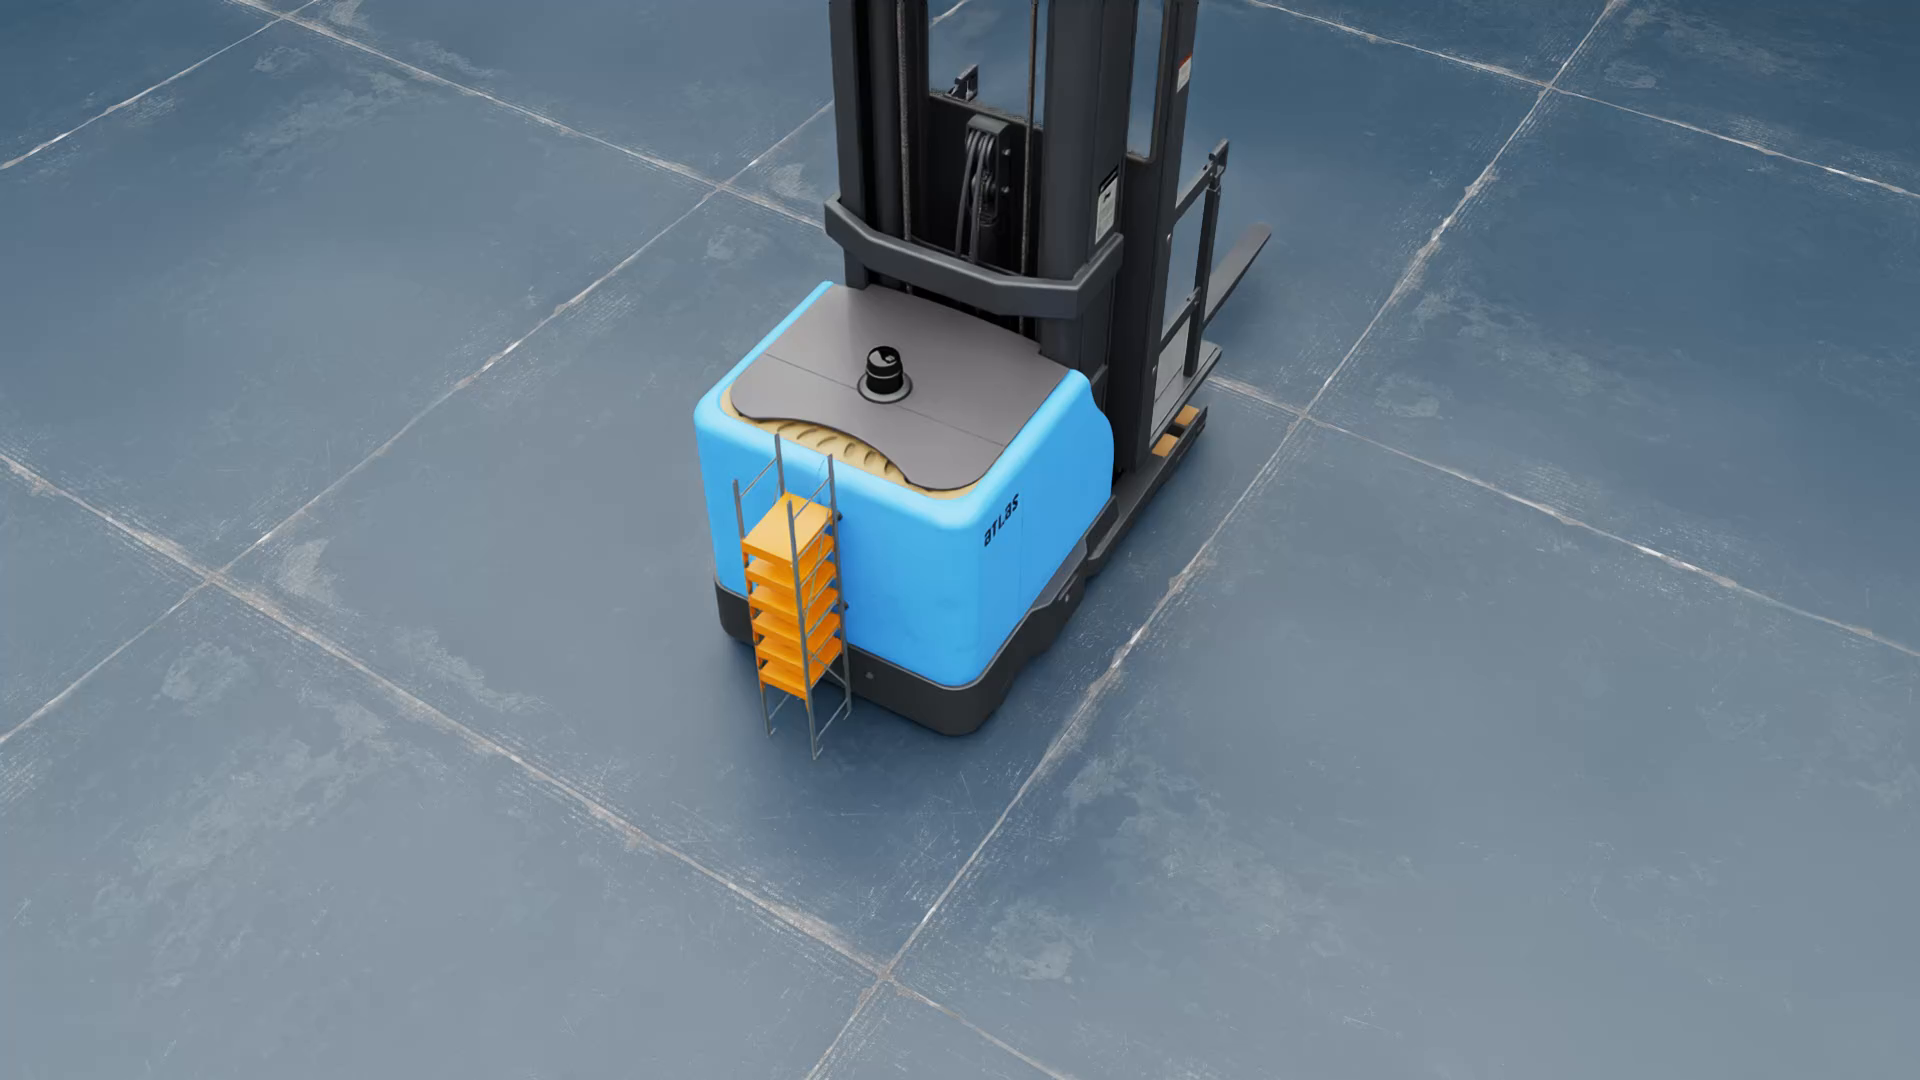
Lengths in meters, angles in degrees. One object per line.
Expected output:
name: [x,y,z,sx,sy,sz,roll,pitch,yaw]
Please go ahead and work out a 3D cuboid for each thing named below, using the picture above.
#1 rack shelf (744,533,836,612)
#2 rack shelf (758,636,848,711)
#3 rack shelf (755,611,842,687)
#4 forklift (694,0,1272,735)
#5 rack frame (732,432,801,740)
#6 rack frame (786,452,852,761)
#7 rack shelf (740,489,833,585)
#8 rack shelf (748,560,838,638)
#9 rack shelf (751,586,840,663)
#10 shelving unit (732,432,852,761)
rack shelf: [-0.510,0.072,5.070,0.180,0.103,0.258,21,50,19]
rack shelf: [-0.510,0.407,5.415,0.180,0.103,0.258,21,50,19]
rack shelf: [-0.510,0.323,5.329,0.180,0.103,0.258,21,50,19]
forklift: [0.323,-1.424,5.590,1.130,2.935,3.031,22,50,20]
rack frame: [-0.590,0.177,5.241,0.006,1.200,0.240,21,50,19]
rack frame: [-0.429,0.240,5.180,0.006,1.200,0.240,21,50,19]
rack shelf: [-0.510,-0.011,4.984,0.180,0.103,0.258,21,50,19]
rack shelf: [-0.510,0.156,5.156,0.180,0.103,0.258,21,50,19]
rack shelf: [-0.510,0.240,5.242,0.180,0.103,0.258,21,50,19]
shelving unit: [-0.510,0.209,5.211,0.189,1.200,0.258,21,50,19]
